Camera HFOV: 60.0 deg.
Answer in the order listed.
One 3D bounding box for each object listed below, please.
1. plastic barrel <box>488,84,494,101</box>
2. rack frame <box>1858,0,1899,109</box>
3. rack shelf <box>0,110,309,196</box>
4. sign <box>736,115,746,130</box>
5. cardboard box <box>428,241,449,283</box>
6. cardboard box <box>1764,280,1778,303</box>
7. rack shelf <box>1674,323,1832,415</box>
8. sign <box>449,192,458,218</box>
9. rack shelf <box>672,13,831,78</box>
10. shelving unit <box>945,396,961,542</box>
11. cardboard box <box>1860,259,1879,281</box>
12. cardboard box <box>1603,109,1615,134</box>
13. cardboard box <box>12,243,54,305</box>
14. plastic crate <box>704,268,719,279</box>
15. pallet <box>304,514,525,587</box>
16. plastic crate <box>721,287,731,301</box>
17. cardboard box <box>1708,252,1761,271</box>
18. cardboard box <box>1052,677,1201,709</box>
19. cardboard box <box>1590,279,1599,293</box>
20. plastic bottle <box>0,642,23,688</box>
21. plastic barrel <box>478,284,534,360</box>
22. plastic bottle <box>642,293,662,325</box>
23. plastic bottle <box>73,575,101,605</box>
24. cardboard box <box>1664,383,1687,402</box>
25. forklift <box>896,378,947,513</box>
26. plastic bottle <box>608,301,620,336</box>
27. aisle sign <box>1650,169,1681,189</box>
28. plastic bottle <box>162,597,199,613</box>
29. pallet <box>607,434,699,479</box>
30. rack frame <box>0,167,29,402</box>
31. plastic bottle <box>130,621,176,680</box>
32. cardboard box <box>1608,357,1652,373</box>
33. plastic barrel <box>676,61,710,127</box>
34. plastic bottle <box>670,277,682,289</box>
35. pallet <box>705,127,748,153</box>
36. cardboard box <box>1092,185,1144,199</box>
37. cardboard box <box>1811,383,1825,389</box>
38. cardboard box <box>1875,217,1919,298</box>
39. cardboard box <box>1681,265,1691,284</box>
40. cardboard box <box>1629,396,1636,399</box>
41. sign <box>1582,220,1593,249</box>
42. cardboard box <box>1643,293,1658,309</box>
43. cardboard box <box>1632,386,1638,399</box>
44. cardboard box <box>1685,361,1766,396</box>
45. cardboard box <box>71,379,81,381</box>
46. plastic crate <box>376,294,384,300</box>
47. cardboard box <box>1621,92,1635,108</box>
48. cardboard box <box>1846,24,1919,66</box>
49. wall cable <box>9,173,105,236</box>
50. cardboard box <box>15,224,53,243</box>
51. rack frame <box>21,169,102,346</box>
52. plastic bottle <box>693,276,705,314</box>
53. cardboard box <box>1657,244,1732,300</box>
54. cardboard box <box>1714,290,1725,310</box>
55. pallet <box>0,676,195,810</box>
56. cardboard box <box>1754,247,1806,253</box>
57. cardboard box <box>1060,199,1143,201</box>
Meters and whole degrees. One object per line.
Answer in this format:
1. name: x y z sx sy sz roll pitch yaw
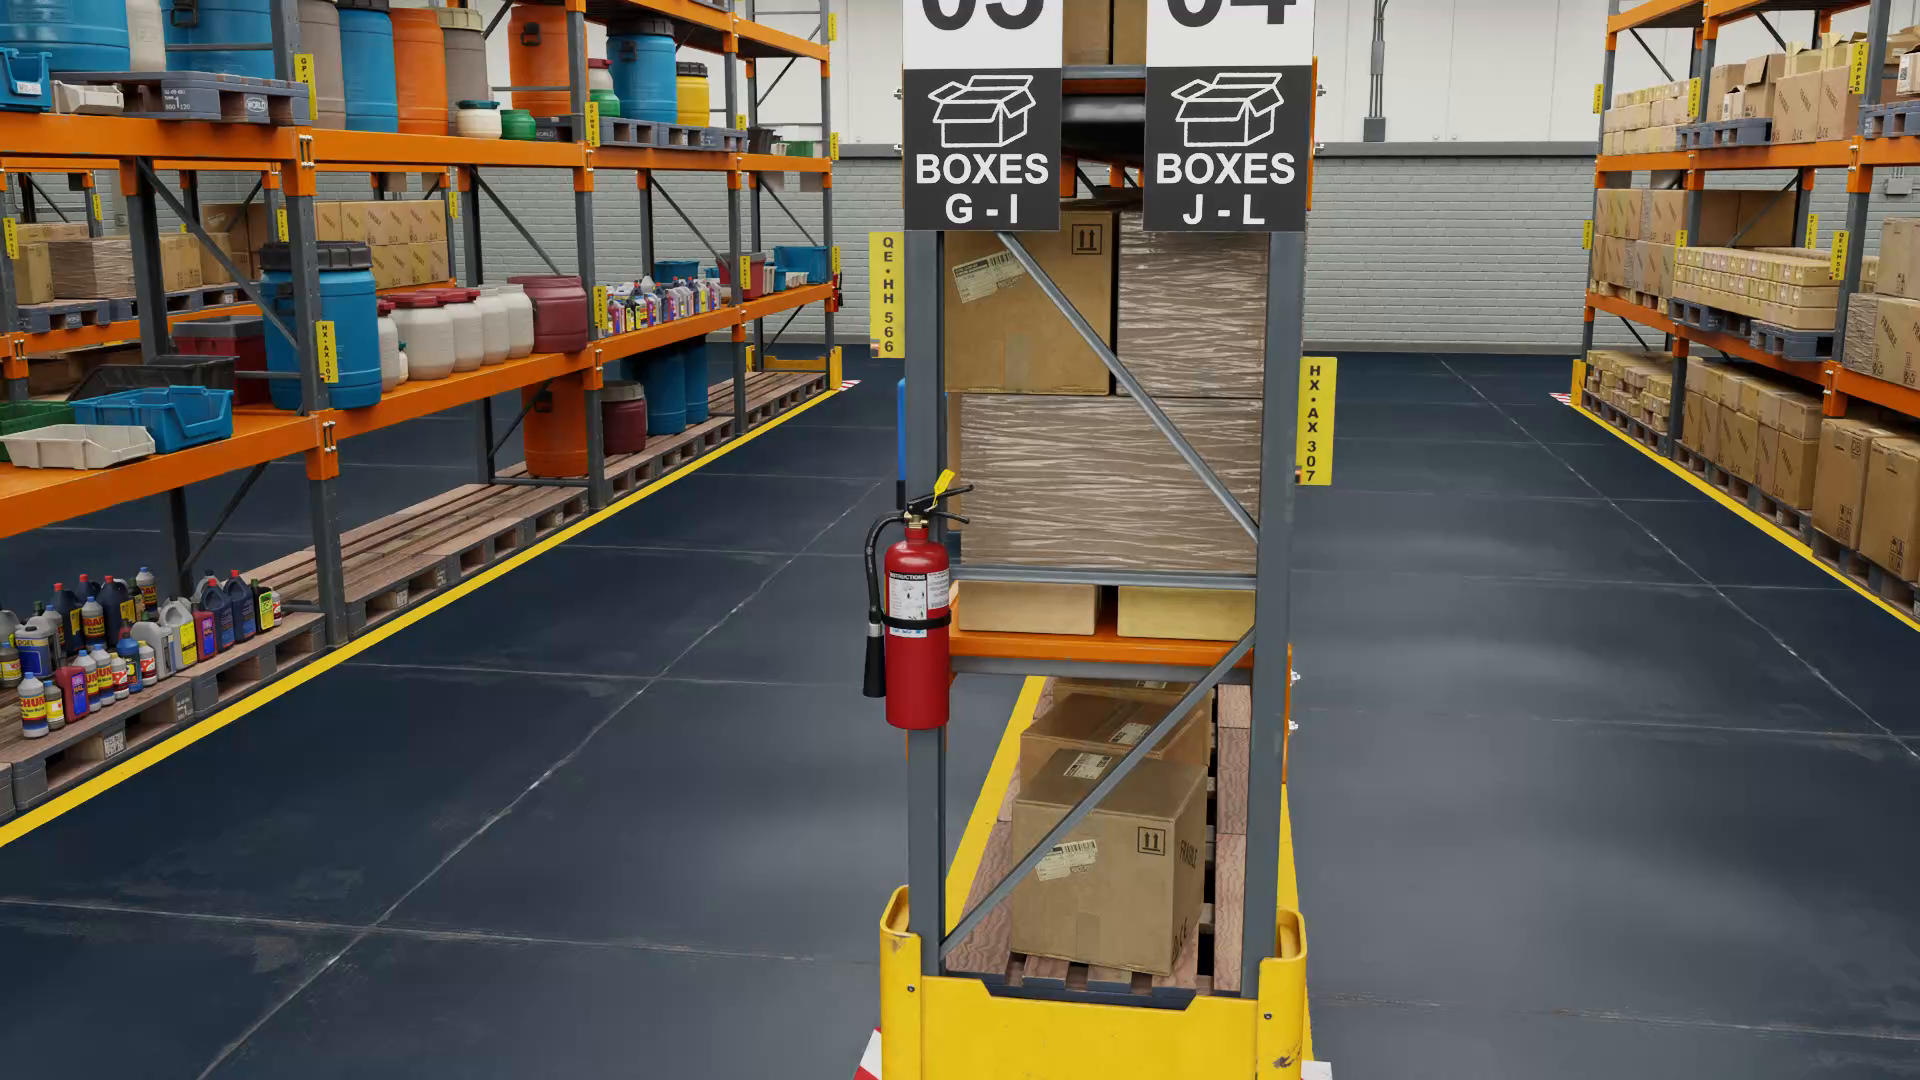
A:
1. plastic barrel: -3.654 -3.187 12.277 0.421 0.512 0.421 0 12 0
2. rack frame: 6.476 -4.311 10.638 1.000 3.000 0.127 2 12 9
3. rack shelf: -4.226 -1.587 6.823 1.077 0.370 4.000 2 12 9
4. sign: -2.145 -4.006 16.321 0.100 0.325 0.005 2 12 9
5. cardboard box: -6.767 -3.494 20.850 0.500 0.500 0.500 2 12 10
6. cardboard box: 6.179 -1.835 12.280 0.380 0.149 0.250 2 12 10
7. rack shelf: 6.783 -1.443 13.278 1.077 0.370 4.000 2 12 9
8. sign: -6.422 -4.246 21.076 0.100 0.325 0.005 2 12 9
9. rack shelf: -2.381 -5.355 18.140 1.077 0.370 4.000 2 12 9
10. shelving unit: 0.008 -0.524 11.934 0.215 1.050 0.252 2 12 9
11. cardboard box: 6.861 -2.004 12.359 0.380 0.149 0.250 1 12 6
12. cardboard box: 7.380 -4.596 18.250 0.500 0.250 0.500 2 12 10
13. cardboard box: -8.212 -2.271 14.177 0.700 0.500 0.500 -2 12 -10
14. plastic crate: -2.685 -2.956 18.846 0.416 0.233 0.300 2 12 9
15. pallet: -3.651 0.056 11.235 1.003 0.211 1.213 2 12 9
16. plastic crate: -2.476 -2.546 17.172 0.396 0.136 0.243 2 12 9
17. cardboard box: 6.418 -2.301 13.737 0.380 0.149 0.250 2 12 8
18. cardboard box: 0.646 0.737 6.390 0.500 0.500 0.500 3 13 14
19. cardboard box: 7.333 -2.864 18.761 0.380 0.149 0.250 2 12 8
20. plastic bottle: -4.450 0.581 7.777 0.097 0.201 0.097 0 12 0
21. plastic barrel: -3.251 -1.554 11.821 0.421 0.512 0.421 0 12 0
22. plastic bottle: -2.704 -2.029 14.580 0.152 0.276 0.135 2 12 9
23. plastic bottle: -4.453 0.346 8.510 0.144 0.351 0.185 2 12 10
24. cardboard box: 6.889 -1.396 15.710 0.380 0.149 0.250 2 12 10
25. forklift: 0.269 -1.868 13.702 1.130 2.935 3.031 2 12 9
26. plastic bottle: -2.822 -1.810 13.551 0.061 0.283 0.133 2 12 9
27. aisle sign: 8.014 -4.320 18.749 0.394 0.787 0.004 2 12 9
28. plastic bottle: -3.913 0.412 8.382 0.152 0.276 0.135 2 12 9
29. pallet: -3.033 -0.776 15.095 1.003 0.211 1.213 2 12 9
30. rack frame: -8.197 -1.882 13.607 1.000 3.000 0.127 2 12 9
31. plastic bottle: -3.841 0.512 7.916 0.152 0.276 0.135 2 12 10
32. cardboard box: 7.245 -1.884 17.976 0.380 0.149 0.250 1 12 6
33. plastic barrel: -2.628 -4.121 15.430 0.600 0.588 0.600 0 12 0
34. plastic bottle: -2.677 -2.294 15.633 0.144 0.351 0.185 2 12 9
35. pallet: -2.712 -3.761 15.654 1.213 0.211 1.003 2 12 9
36. cardboard box: 1.236 -1.387 8.889 1.000 1.000 1.000 2 12 9
37. cardboard box: 6.988 -1.072 13.006 0.500 0.250 0.500 2 12 9
38. cardboard box: 6.397 -1.823 10.722 0.700 0.500 0.500 2 12 8
39. cardboard box: 6.538 -2.318 14.523 0.380 0.149 0.250 2 12 8
40. cardboard box: 7.080 -1.383 17.062 0.380 0.149 0.250 2 12 10
41. sign: 7.170 -3.485 18.988 0.100 0.325 0.005 2 12 9
42. cardboard box: 7.012 -2.377 16.498 0.380 0.149 0.250 1 12 6
43. cardboard box: 7.095 -1.515 16.968 0.380 0.149 0.250 1 12 6
44. cardboard box: 6.716 -1.416 14.600 0.500 0.250 0.500 1 12 6
45. cardboard box: -8.131 -1.295 15.770 0.500 0.500 0.500 1 12 7
46. plastic crate: -3.854 -1.426 11.337 0.402 0.464 0.583 2 12 9
47. cardboard box: 7.223 -4.659 17.595 0.380 0.149 0.250 2 12 9
48. cardboard box: 6.281 -3.361 11.293 0.396 0.266 0.258 2 12 9
49. wall cable: -12.600 -4.501 23.347 0.084 1.984 1.851 2 12 9
50. cardboard box: -12.032 -3.596 20.845 0.980 0.700 0.700 2 12 8
51. rack frame: -11.862 -3.707 22.075 1.000 3.000 0.127 2 12 9
52. plastic bottle: -2.506 -2.327 15.790 0.144 0.351 0.185 2 12 9
53. cardboard box: 6.886 -2.515 15.602 0.500 0.500 0.500 2 12 9
54. cardboard box: 6.380 -1.955 13.543 0.380 0.149 0.250 2 12 8
55. pallet: -4.248 0.868 7.464 1.003 0.211 1.213 2 12 9
56. cardboard box: 7.222 -2.495 14.637 0.380 0.149 0.250 2 12 11
57. cardboard box: 0.579 -1.221 7.223 0.500 0.500 0.500 2 12 9
